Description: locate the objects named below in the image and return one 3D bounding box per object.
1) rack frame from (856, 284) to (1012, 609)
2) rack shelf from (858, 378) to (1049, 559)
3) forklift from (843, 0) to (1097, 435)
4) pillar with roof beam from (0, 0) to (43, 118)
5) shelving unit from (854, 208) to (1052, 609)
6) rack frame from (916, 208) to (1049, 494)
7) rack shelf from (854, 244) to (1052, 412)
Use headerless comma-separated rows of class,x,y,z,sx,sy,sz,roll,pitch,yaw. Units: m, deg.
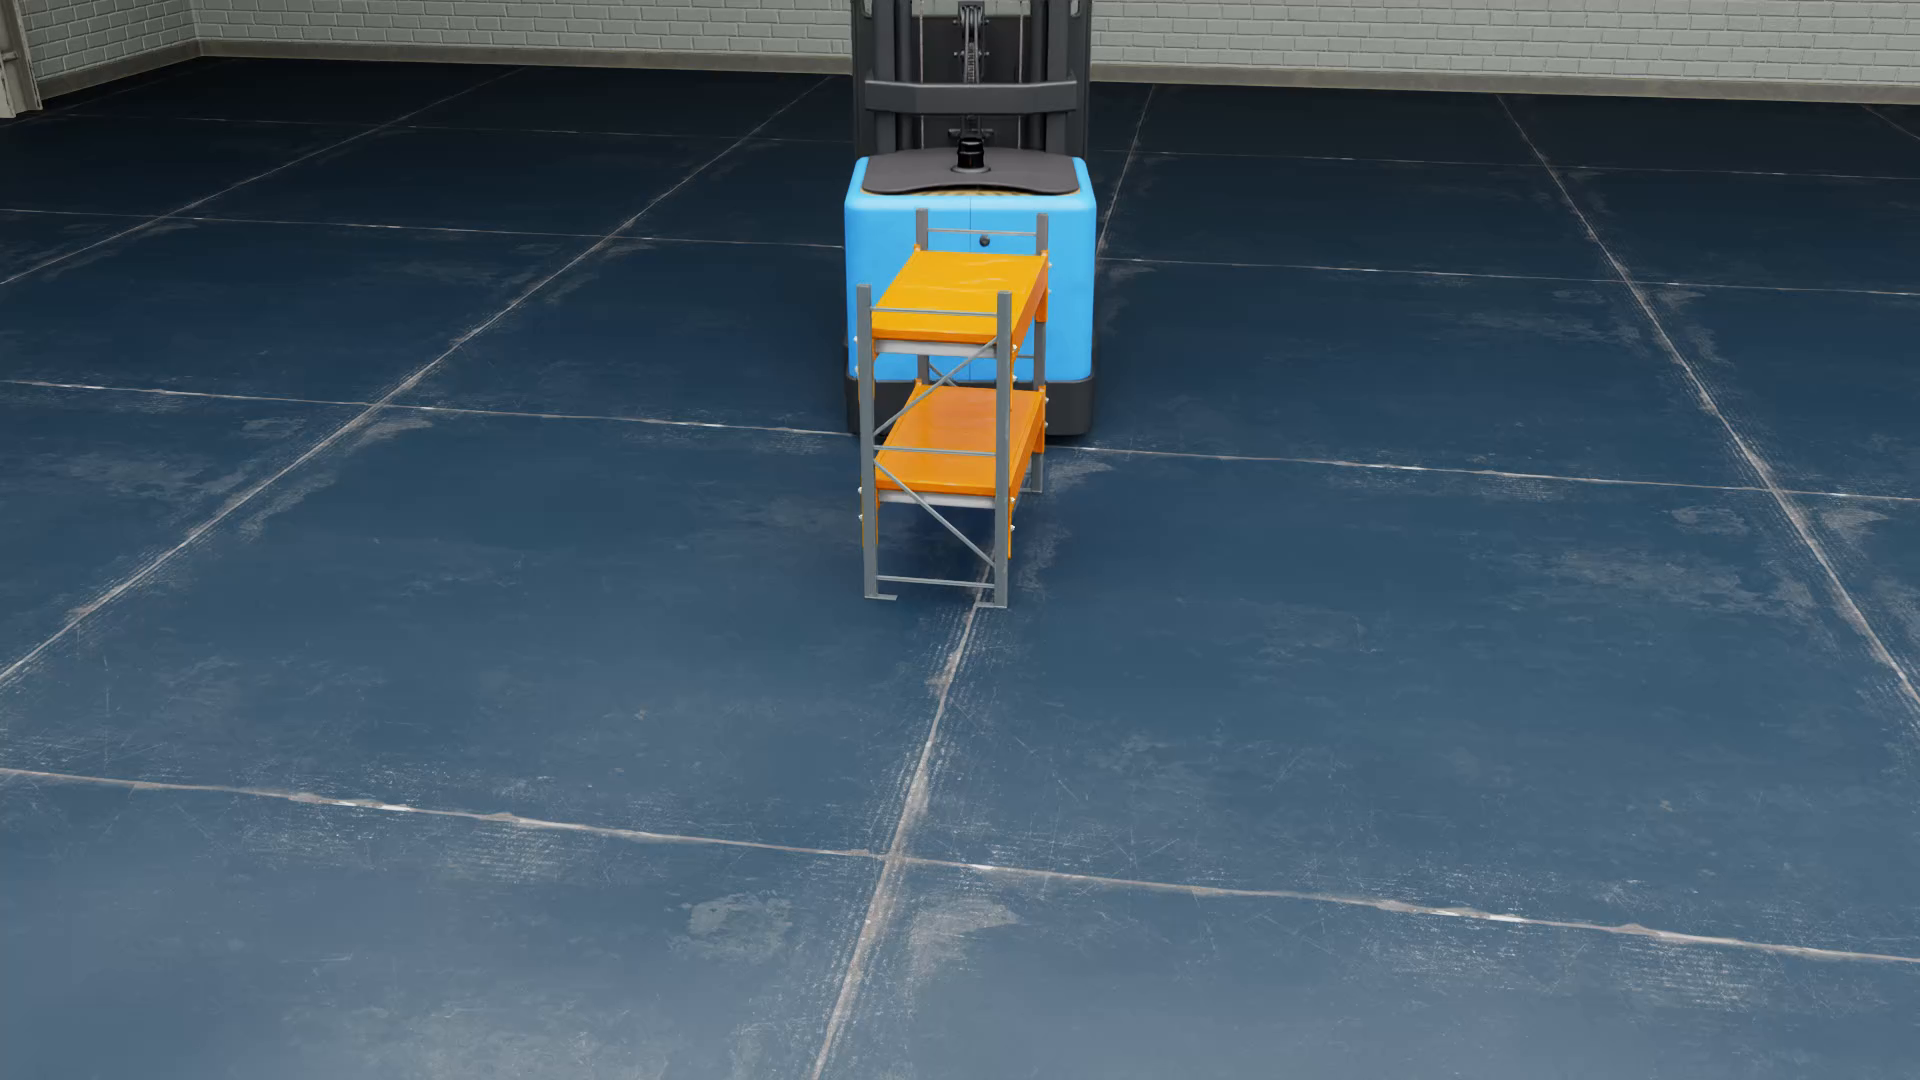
rack frame,-0.084,-0.294,5.551,0.500,1.125,0.032,4,25,9
rack shelf,-0.001,-0.285,6.109,0.538,0.278,1.000,4,25,9
forklift,0.053,-2.347,7.807,1.130,2.935,3.031,0,25,0
pillar with roof beam,-3.660,-7.339,11.313,9.100,9.000,0.400,4,25,9
shelving unit,-0.001,-0.507,6.005,0.538,1.125,1.048,4,25,9
rack frame,0.082,-0.719,6.460,0.500,1.125,0.032,4,25,9
rack shelf,-0.001,-0.772,5.881,0.538,0.278,1.000,4,25,9
